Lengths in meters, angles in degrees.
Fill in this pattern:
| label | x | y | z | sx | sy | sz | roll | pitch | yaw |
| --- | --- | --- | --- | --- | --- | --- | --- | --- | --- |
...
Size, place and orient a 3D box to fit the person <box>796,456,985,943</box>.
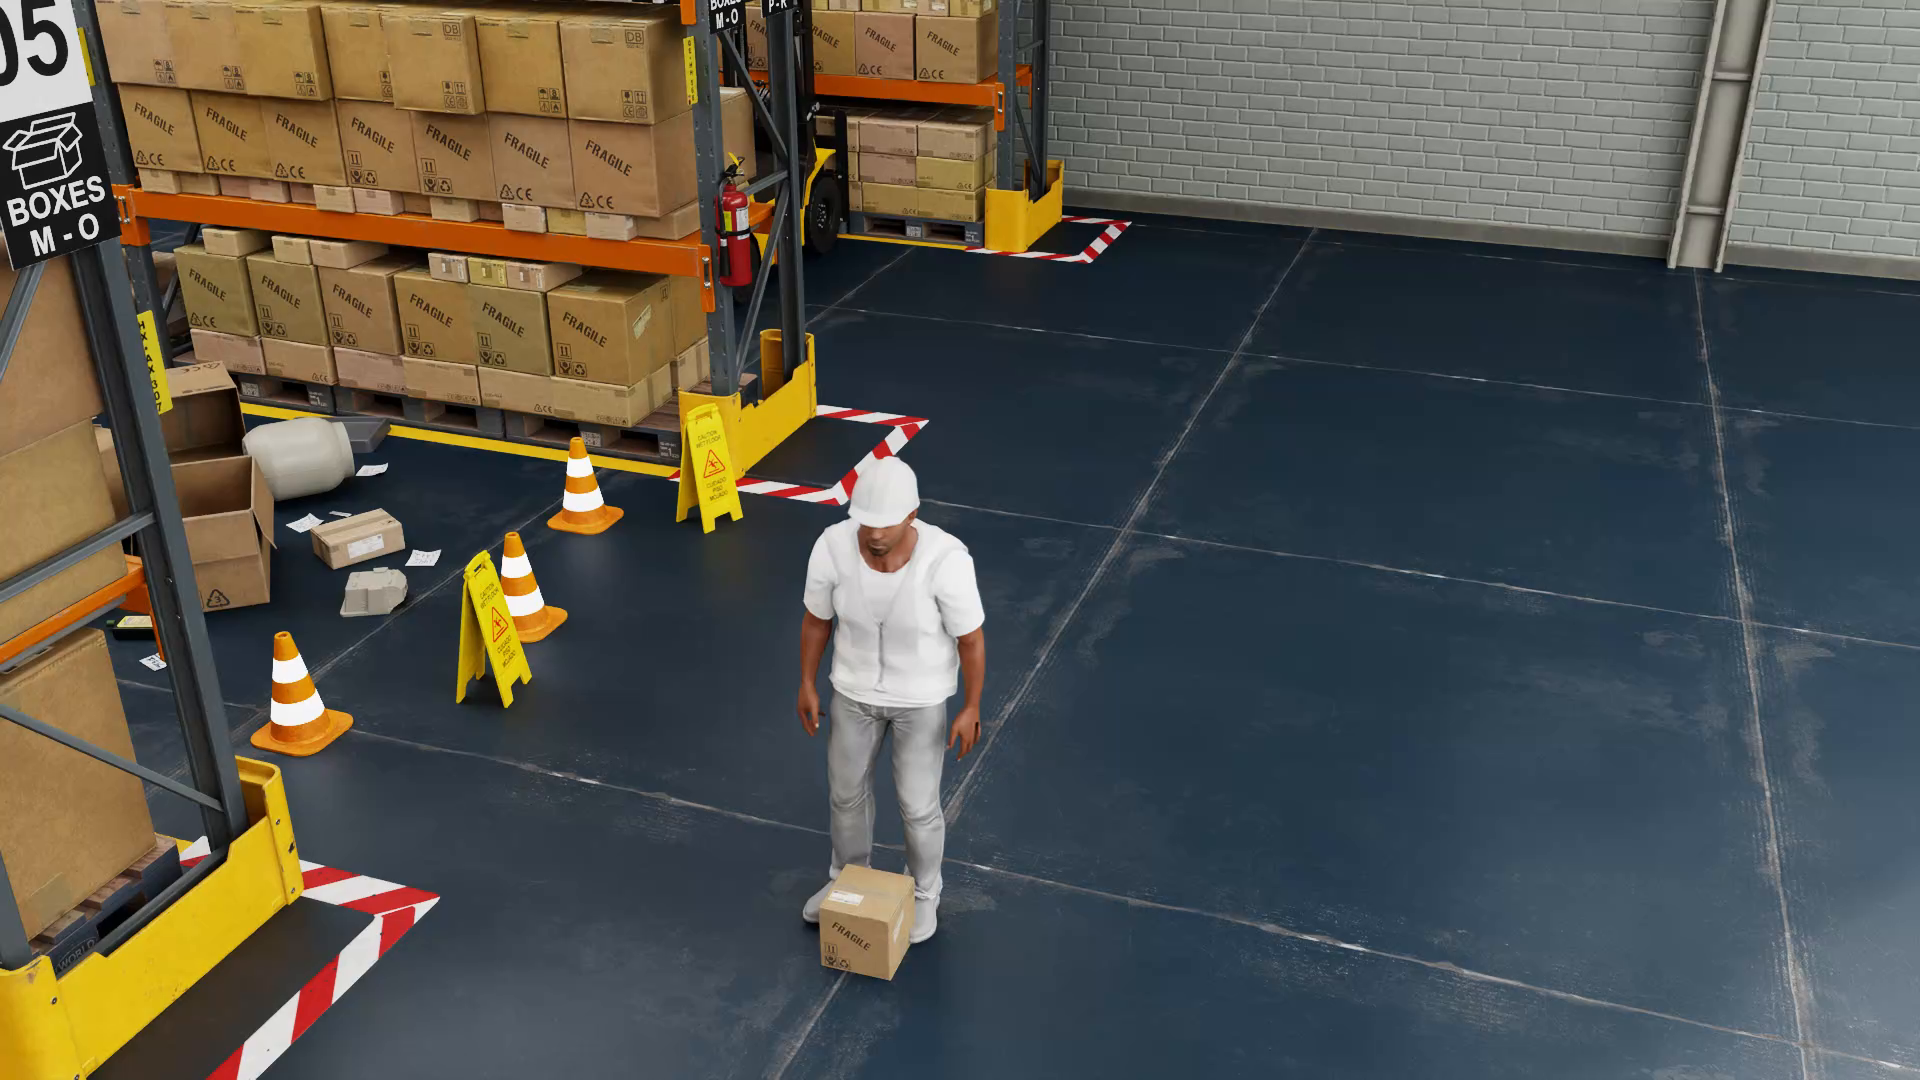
| label | x | y | z | sx | sy | sz | roll | pitch | yaw |
| --- | --- | --- | --- | --- | --- | --- | --- | --- | --- |
| person | -0.236 | 0.524 | 5.500 | 0.634 | 1.756 | 0.458 | 7 | 26 | 14 |
